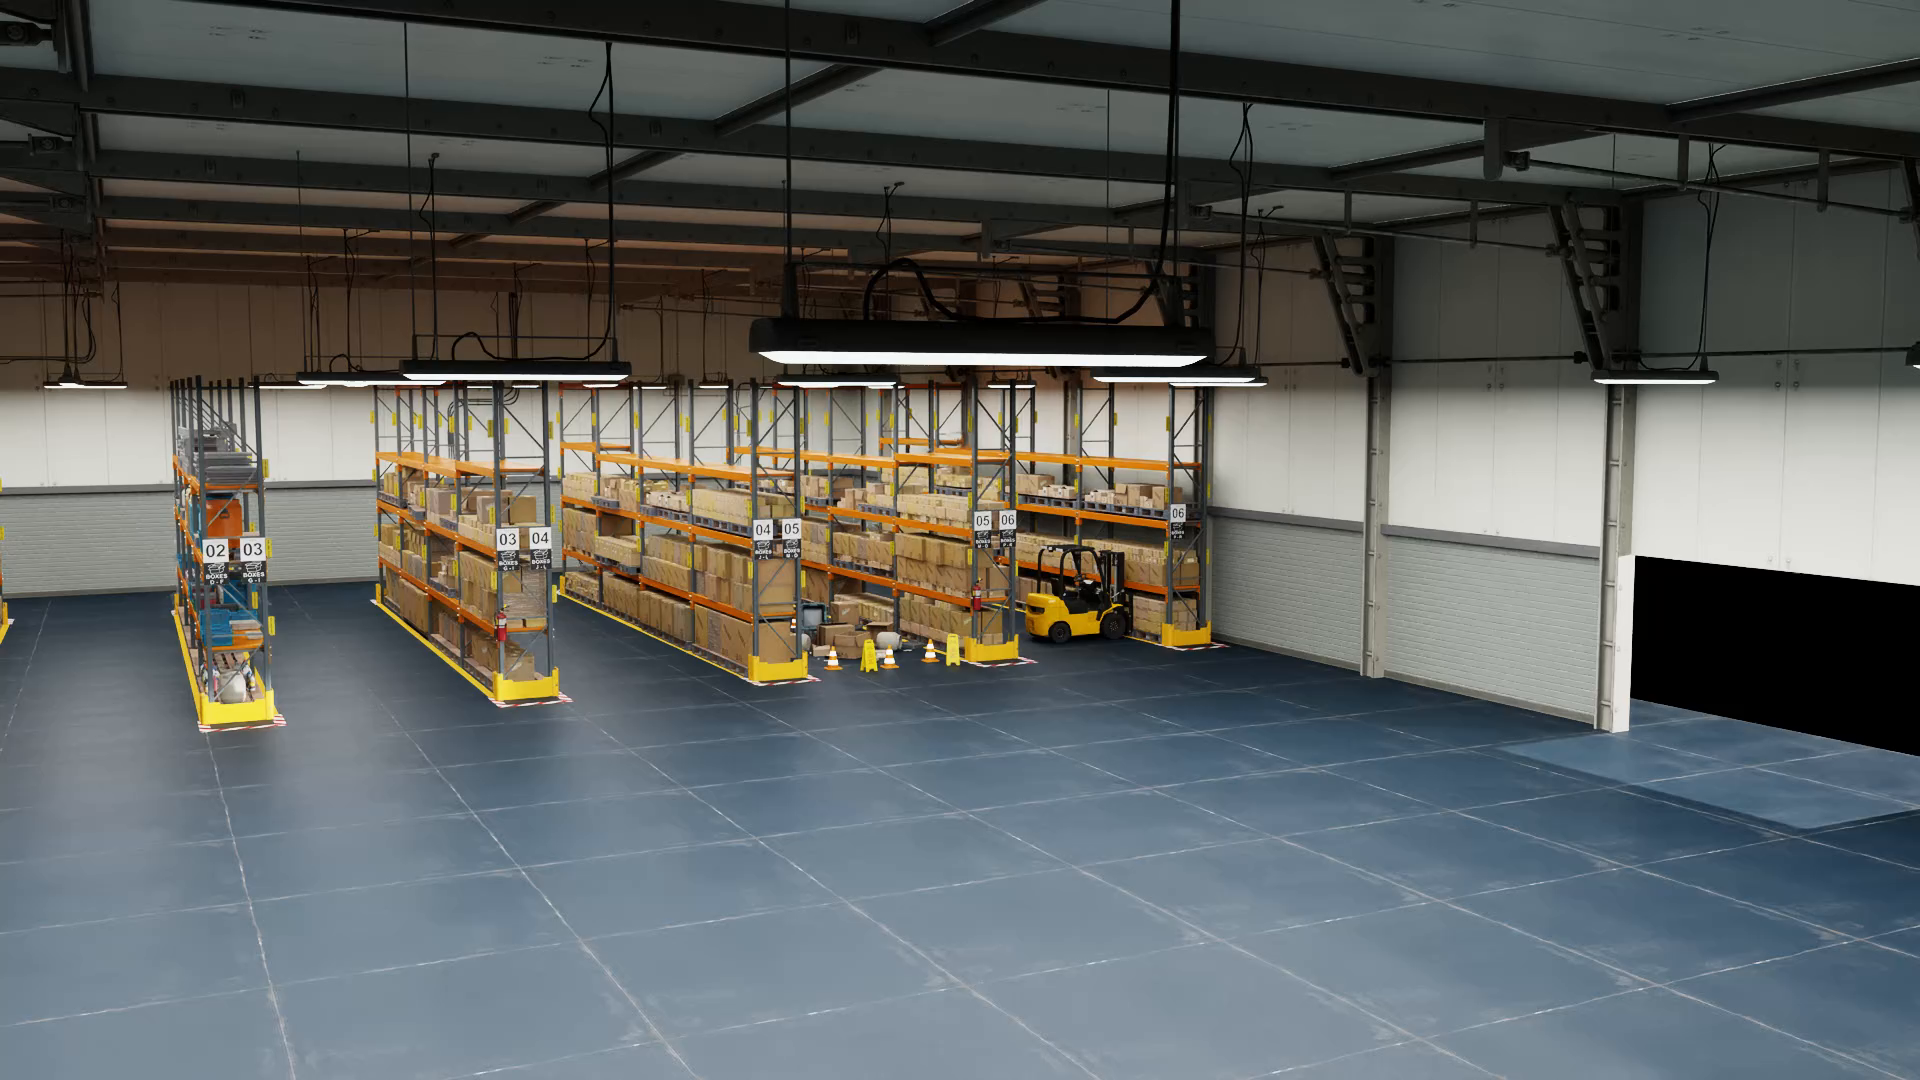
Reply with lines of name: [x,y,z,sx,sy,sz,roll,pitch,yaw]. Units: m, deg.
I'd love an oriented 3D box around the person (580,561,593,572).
person: [-10.905,0.568,48.889,0.633,1.576,0.627,0,5,2]

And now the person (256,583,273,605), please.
person: [-18.994,0.914,44.542,0.841,1.742,0.715,2,5,19]
